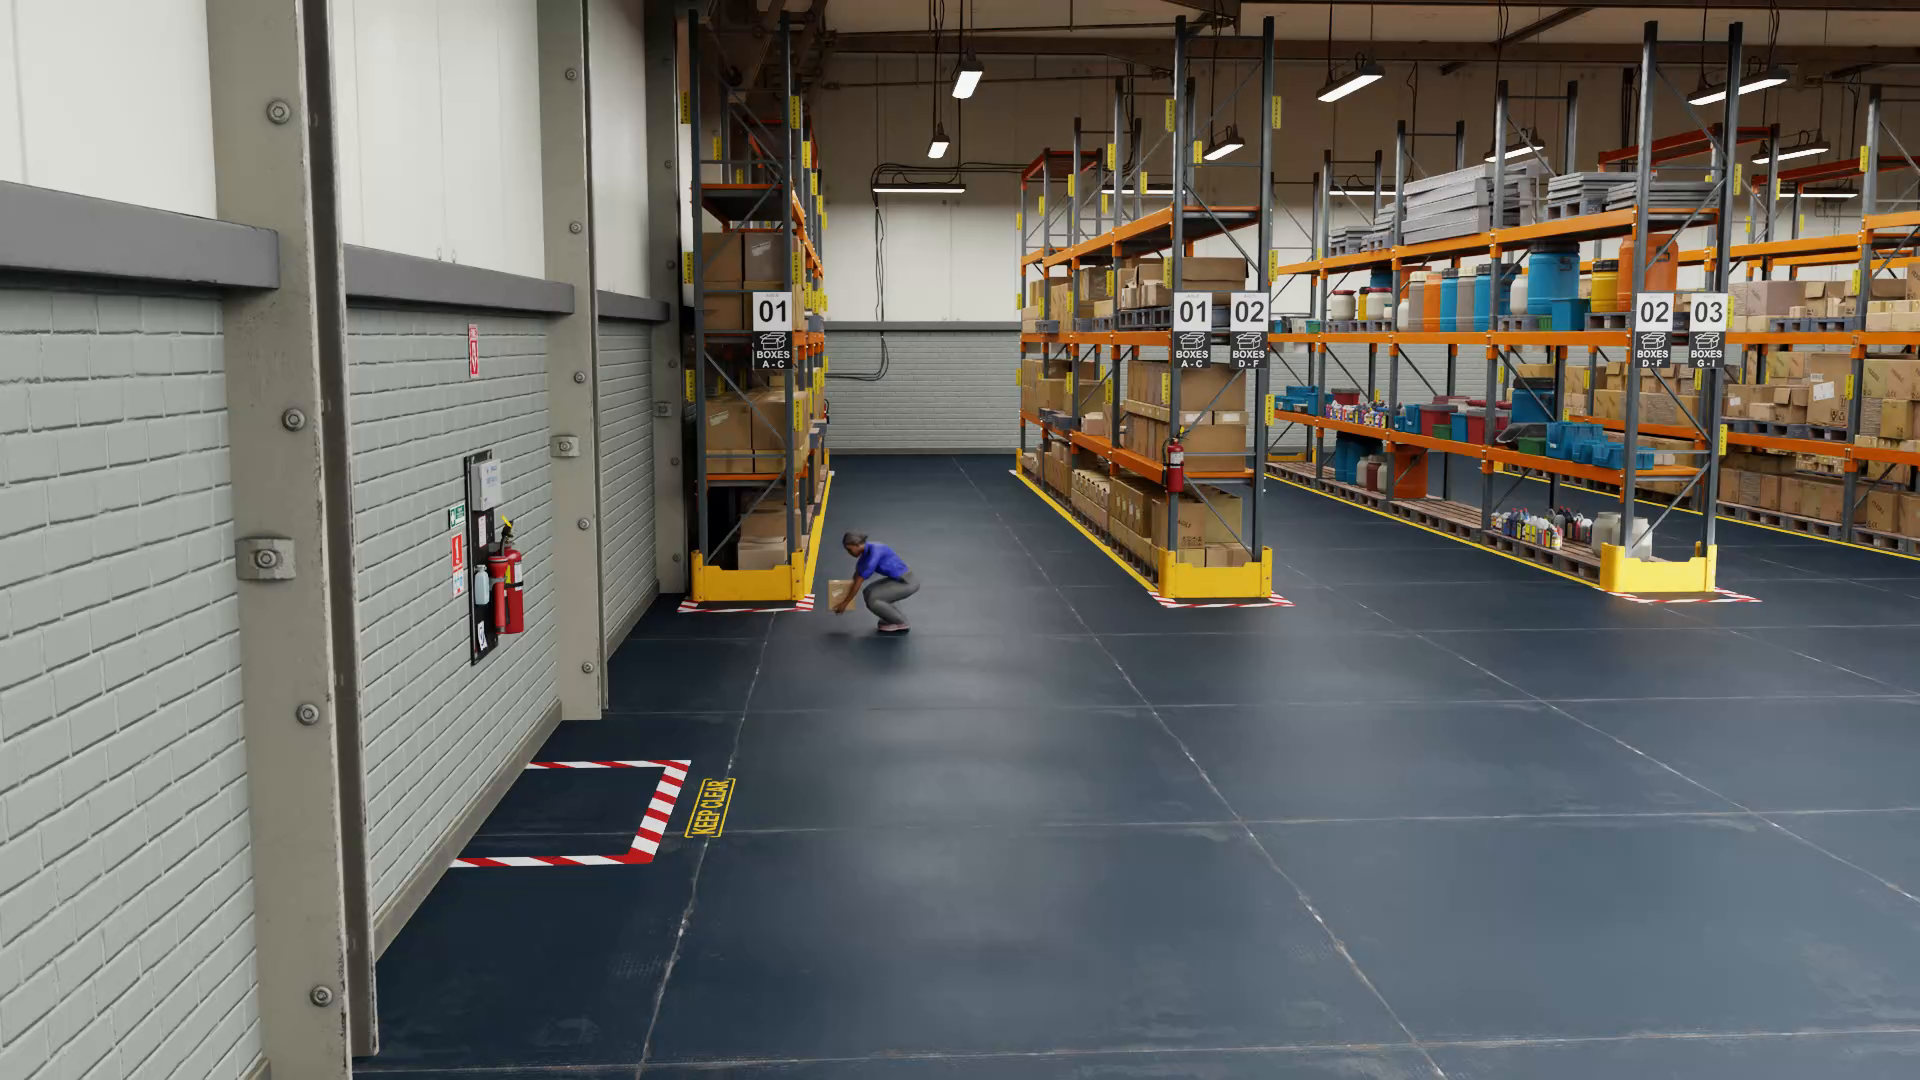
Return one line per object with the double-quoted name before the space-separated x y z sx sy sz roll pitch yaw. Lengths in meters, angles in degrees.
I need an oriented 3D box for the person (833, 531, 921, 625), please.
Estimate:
"person" -0.785 0.356 15.665 0.835 0.905 0.462 -1 7 -5
